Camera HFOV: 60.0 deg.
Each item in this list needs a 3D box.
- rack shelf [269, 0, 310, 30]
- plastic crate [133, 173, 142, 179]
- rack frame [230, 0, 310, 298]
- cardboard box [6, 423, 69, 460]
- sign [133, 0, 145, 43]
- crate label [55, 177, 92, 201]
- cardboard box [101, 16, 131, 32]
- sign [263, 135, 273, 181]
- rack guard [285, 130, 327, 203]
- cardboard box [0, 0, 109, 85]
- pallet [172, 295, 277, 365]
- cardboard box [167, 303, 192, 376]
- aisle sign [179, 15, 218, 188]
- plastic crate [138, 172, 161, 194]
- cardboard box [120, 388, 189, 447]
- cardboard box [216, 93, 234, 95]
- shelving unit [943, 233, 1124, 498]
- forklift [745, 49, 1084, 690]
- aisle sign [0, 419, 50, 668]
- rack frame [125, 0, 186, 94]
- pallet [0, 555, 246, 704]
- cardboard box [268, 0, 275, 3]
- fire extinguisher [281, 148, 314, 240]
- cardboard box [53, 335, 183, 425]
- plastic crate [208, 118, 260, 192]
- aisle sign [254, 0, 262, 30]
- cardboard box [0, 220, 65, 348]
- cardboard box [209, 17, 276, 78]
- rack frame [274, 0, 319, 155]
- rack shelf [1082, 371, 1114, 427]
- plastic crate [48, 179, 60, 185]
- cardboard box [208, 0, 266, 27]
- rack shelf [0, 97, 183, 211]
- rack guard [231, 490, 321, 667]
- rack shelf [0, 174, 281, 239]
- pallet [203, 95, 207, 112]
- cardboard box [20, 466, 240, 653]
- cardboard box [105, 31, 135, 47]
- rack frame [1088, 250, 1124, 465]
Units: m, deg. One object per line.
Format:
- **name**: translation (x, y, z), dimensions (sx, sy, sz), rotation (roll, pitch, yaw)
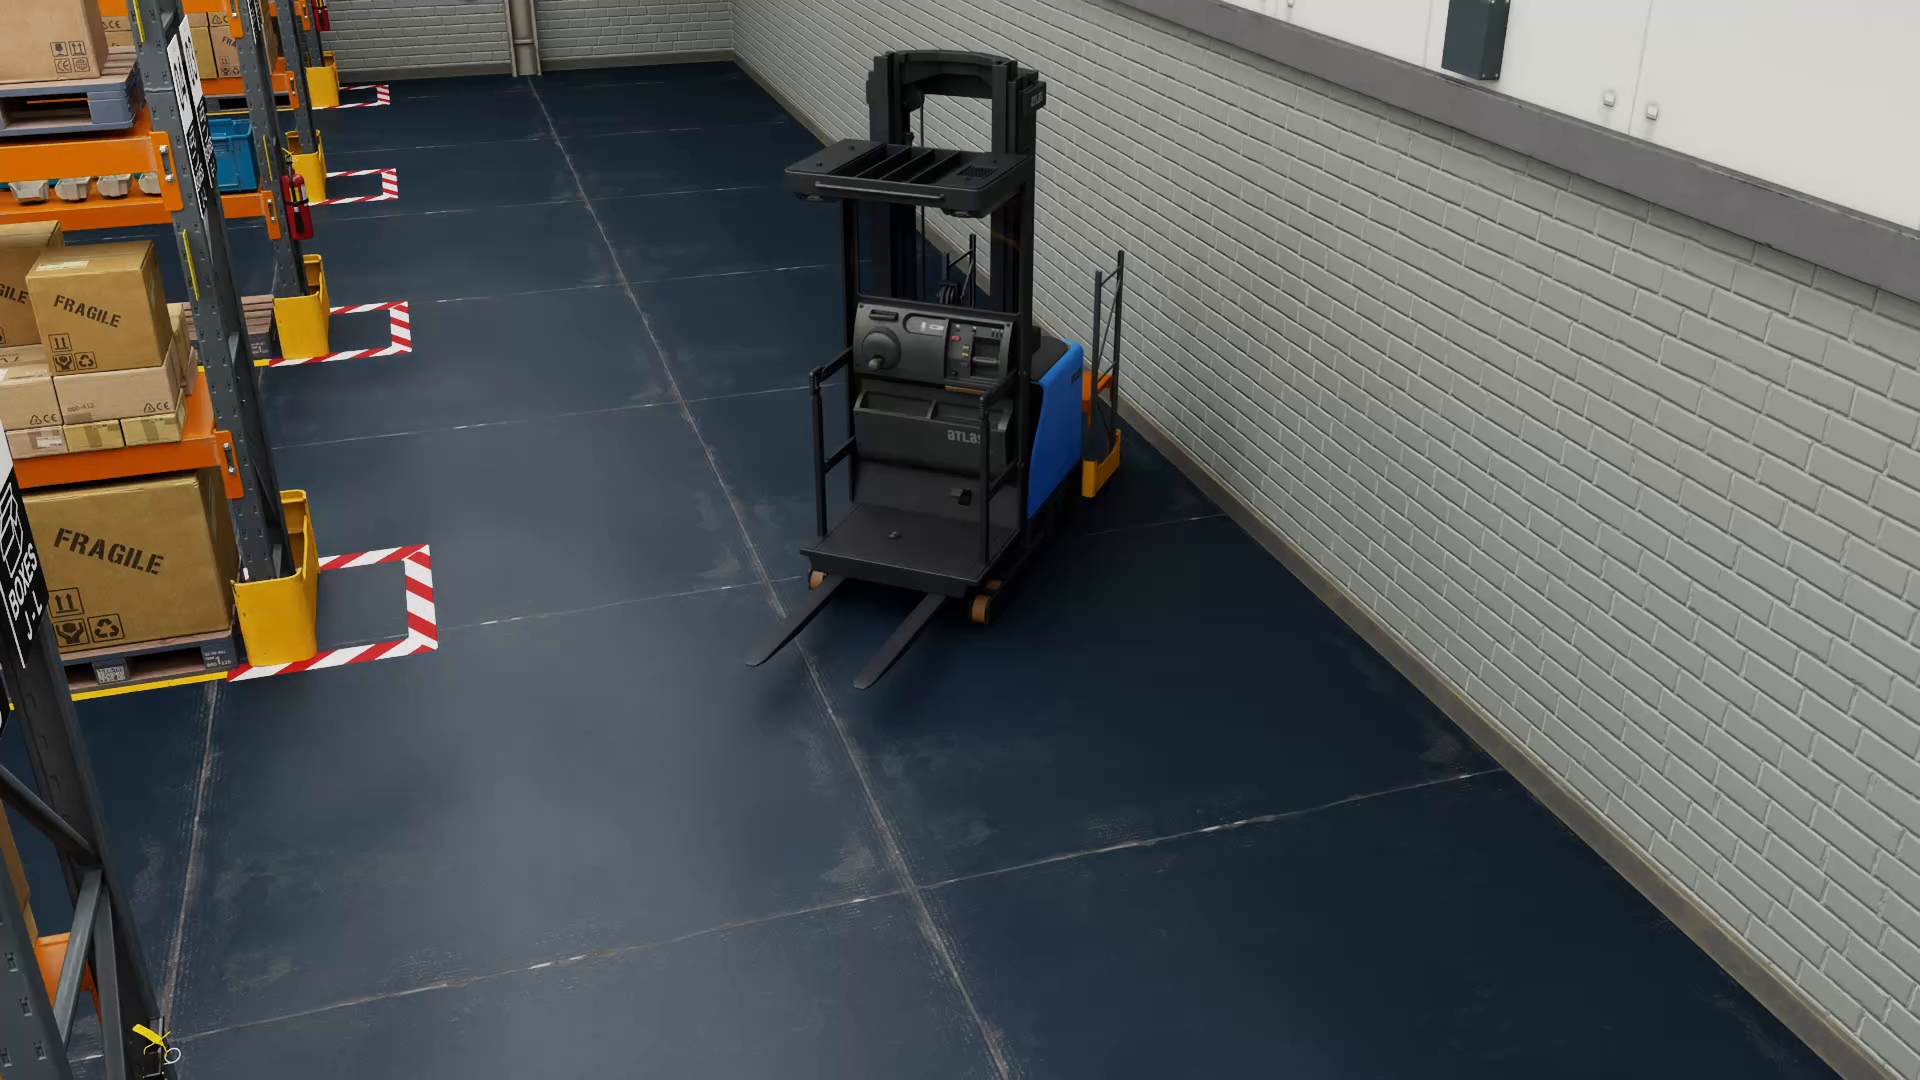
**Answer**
- **rack shelf**: translation (-10.338, -6.608, 20.997), dimensions (4.000, 0.370, 1.077), rotation (-8, 28, -16)
- **plastic crate**: translation (-6.331, -2.984, 13.008), dimensions (0.300, 0.233, 0.416), rotation (-8, 28, -16)
- **rack frame**: translation (-5.368, -3.017, 12.954), dimensions (0.127, 3.000, 1.000), rotation (-8, 28, -16)
- **cardboard box**: translation (-4.558, -0.552, 8.270), dimensions (0.250, 0.149, 0.380), rotation (-8, 28, -16)
- **sign**: translation (-3.680, -2.396, 7.424), dimensions (0.005, 0.325, 0.100), rotation (-8, 28, -16)
- **crate label**: translation (-6.625, -2.655, 12.453), dimensions (0.243, 0.136, 0.396), rotation (-8, 28, -16)
- **cardboard box**: translation (-8.208, -5.284, 16.283), dimensions (0.500, 0.500, 0.500), rotation (-7, 27, -15)
- **sign**: translation (-5.183, -2.860, 12.454), dimensions (0.005, 0.325, 0.100), rotation (-8, 28, -16)
- **rack guard**: translation (-6.971, -3.982, 17.709), dimensions (0.348, 0.500, 1.175), rotation (-8, 28, -16)
- **cardboard box**: translation (-4.312, -2.450, 7.741), dimensions (0.500, 0.500, 0.700), rotation (-10, 28, -19)
- **pallet**: translation (-6.165, -1.671, 13.379), dimensions (1.213, 0.211, 1.003), rotation (-8, 28, -16)
- **cardboard box**: translation (-4.375, -1.037, 8.800), dimensions (0.500, 0.250, 0.500), rotation (-9, 28, -17)
- **aisle sign**: translation (-3.859, -2.224, 8.434), dimensions (0.004, 0.787, 0.394), rotation (-8, 28, -16)
- **plastic crate**: translation (-6.088, -2.737, 12.619), dimensions (0.243, 0.136, 0.396), rotation (-8, 28, -16)
- **cardboard box**: translation (-4.071, -0.622, 8.413), dimensions (0.250, 0.149, 0.380), rotation (-8, 27, -15)
- **cardboard box**: translation (-9.547, -6.067, 21.436), dimensions (0.500, 0.500, 0.700), rotation (-8, 28, -16)
- **shelving unit**: translation (0.477, -1.157, 10.895), dimensions (1.083, 1.500, 0.587), rotation (10, 28, 20)
- **forklift**: translation (-0.231, -1.053, 9.074), dimensions (1.130, 2.935, 3.031), rotation (10, 28, 19)
- **aisle sign**: translation (-2.418, -0.113, 4.182), dimensions (0.004, 0.787, 0.394), rotation (-8, 28, -16)
- **rack frame**: translation (-3.835, -3.610, 7.402), dimensions (0.127, 3.000, 1.000), rotation (-8, 28, -16)
- **pallet**: translation (-4.571, 0.469, 9.068), dimensions (1.213, 0.211, 1.003), rotation (-8, 28, -16)
- **cardboard box**: translation (-8.918, -7.266, 21.175), dimensions (0.700, 0.700, 0.980), rotation (-7, 27, -14)
- **fire extinguisher**: translation (-5.084, -2.644, 12.709), dimensions (0.183, 0.674, 0.296), rotation (-8, 28, -16)
- **cardboard box**: translation (-4.213, -0.810, 8.343), dimensions (0.500, 0.250, 0.500), rotation (-9, 28, -17)
- **plastic crate**: translation (-5.629, -2.935, 12.681), dimensions (0.499, 0.435, 0.616), rotation (-8, 28, -16)
- **aisle sign**: translation (-5.392, -4.317, 12.649), dimensions (0.004, 0.787, 0.394), rotation (-8, 28, -16)
- **cardboard box**: translation (-4.850, -1.304, 8.495), dimensions (0.500, 0.500, 0.500), rotation (-9, 28, -17)
- **cardboard box**: translation (-7.240, -4.980, 16.796), dimensions (0.500, 0.500, 0.500), rotation (-7, 27, -15)
- **rack frame**: translation (-6.899, -5.112, 17.174), dimensions (0.127, 3.000, 1.000), rotation (-8, 28, -16)
- **rack shelf**: translation (0.468, -0.998, 10.978), dimensions (1.000, 0.185, 0.538), rotation (10, 28, 20)
- **plastic crate**: translation (-6.957, -2.893, 12.825), dimensions (0.300, 0.233, 0.416), rotation (-8, 28, -16)
- **cardboard box**: translation (-7.237, -5.427, 16.572), dimensions (0.500, 0.500, 0.500), rotation (-8, 28, -17)
- **rack shelf**: translation (-5.736, -1.669, 7.674), dimensions (4.000, 0.370, 1.077), rotation (-8, 28, -16)
- **rack guard**: translation (-3.812, 0.193, 9.299), dimensions (0.348, 0.500, 1.175), rotation (-8, 28, -16)
- **rack shelf**: translation (-7.270, -2.420, 12.560), dimensions (4.000, 0.370, 1.077), rotation (-8, 28, -16)
- **pallet**: translation (-10.330, -5.648, 21.389), dimensions (1.213, 0.211, 1.003), rotation (-8, 28, -16)
- **cardboard box**: translation (-4.418, -0.038, 8.870), dimensions (0.875, 0.875, 0.875), rotation (-8, 28, -16)
- **cardboard box**: translation (-8.209, -4.841, 16.515), dimensions (0.500, 0.500, 0.500), rotation (-8, 28, -16)
- **rack frame**: translation (0.938, -1.072, 10.723), dimensions (0.032, 1.500, 0.500), rotation (10, 28, 20)
